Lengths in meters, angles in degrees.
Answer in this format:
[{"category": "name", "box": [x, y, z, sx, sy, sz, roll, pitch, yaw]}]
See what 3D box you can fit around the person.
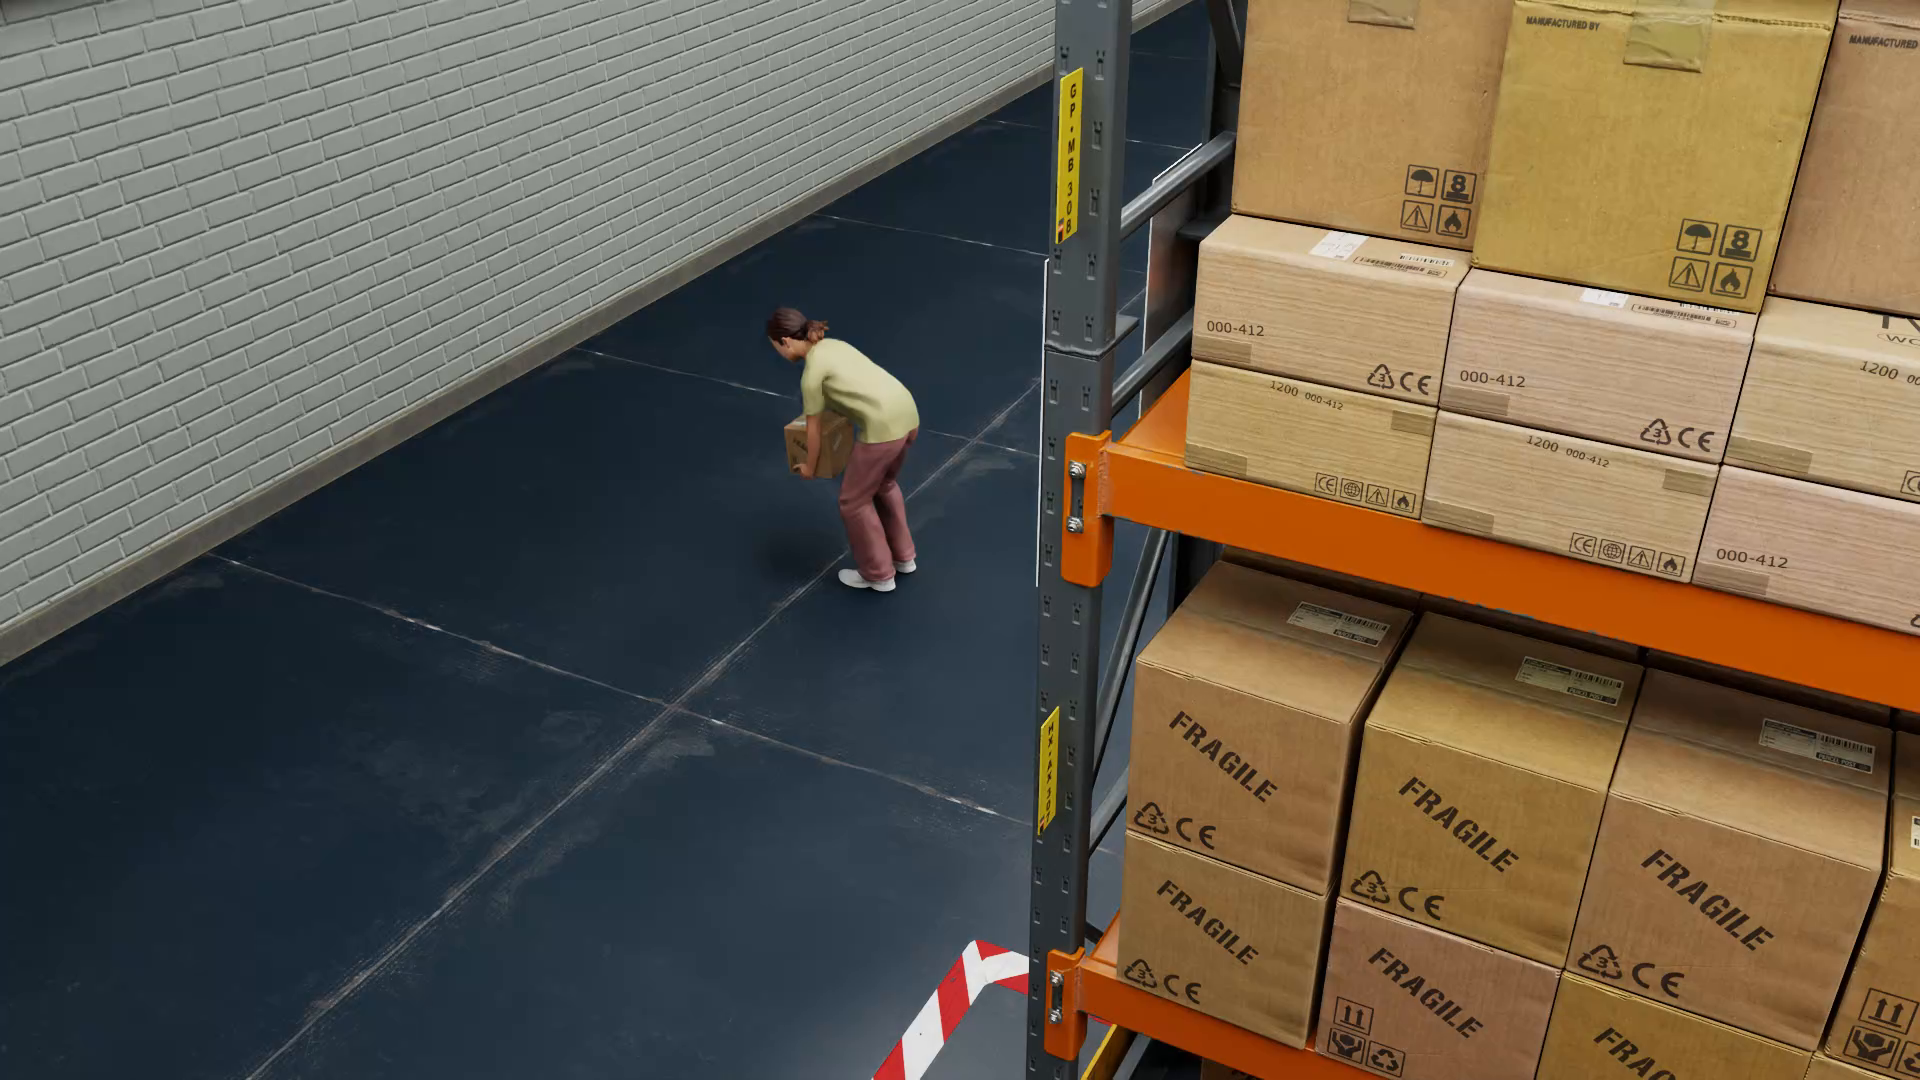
[{"category": "person", "box": [-0.580, -0.457, 8.216, 0.777, 1.380, 0.406, 14, 33, 22]}]
